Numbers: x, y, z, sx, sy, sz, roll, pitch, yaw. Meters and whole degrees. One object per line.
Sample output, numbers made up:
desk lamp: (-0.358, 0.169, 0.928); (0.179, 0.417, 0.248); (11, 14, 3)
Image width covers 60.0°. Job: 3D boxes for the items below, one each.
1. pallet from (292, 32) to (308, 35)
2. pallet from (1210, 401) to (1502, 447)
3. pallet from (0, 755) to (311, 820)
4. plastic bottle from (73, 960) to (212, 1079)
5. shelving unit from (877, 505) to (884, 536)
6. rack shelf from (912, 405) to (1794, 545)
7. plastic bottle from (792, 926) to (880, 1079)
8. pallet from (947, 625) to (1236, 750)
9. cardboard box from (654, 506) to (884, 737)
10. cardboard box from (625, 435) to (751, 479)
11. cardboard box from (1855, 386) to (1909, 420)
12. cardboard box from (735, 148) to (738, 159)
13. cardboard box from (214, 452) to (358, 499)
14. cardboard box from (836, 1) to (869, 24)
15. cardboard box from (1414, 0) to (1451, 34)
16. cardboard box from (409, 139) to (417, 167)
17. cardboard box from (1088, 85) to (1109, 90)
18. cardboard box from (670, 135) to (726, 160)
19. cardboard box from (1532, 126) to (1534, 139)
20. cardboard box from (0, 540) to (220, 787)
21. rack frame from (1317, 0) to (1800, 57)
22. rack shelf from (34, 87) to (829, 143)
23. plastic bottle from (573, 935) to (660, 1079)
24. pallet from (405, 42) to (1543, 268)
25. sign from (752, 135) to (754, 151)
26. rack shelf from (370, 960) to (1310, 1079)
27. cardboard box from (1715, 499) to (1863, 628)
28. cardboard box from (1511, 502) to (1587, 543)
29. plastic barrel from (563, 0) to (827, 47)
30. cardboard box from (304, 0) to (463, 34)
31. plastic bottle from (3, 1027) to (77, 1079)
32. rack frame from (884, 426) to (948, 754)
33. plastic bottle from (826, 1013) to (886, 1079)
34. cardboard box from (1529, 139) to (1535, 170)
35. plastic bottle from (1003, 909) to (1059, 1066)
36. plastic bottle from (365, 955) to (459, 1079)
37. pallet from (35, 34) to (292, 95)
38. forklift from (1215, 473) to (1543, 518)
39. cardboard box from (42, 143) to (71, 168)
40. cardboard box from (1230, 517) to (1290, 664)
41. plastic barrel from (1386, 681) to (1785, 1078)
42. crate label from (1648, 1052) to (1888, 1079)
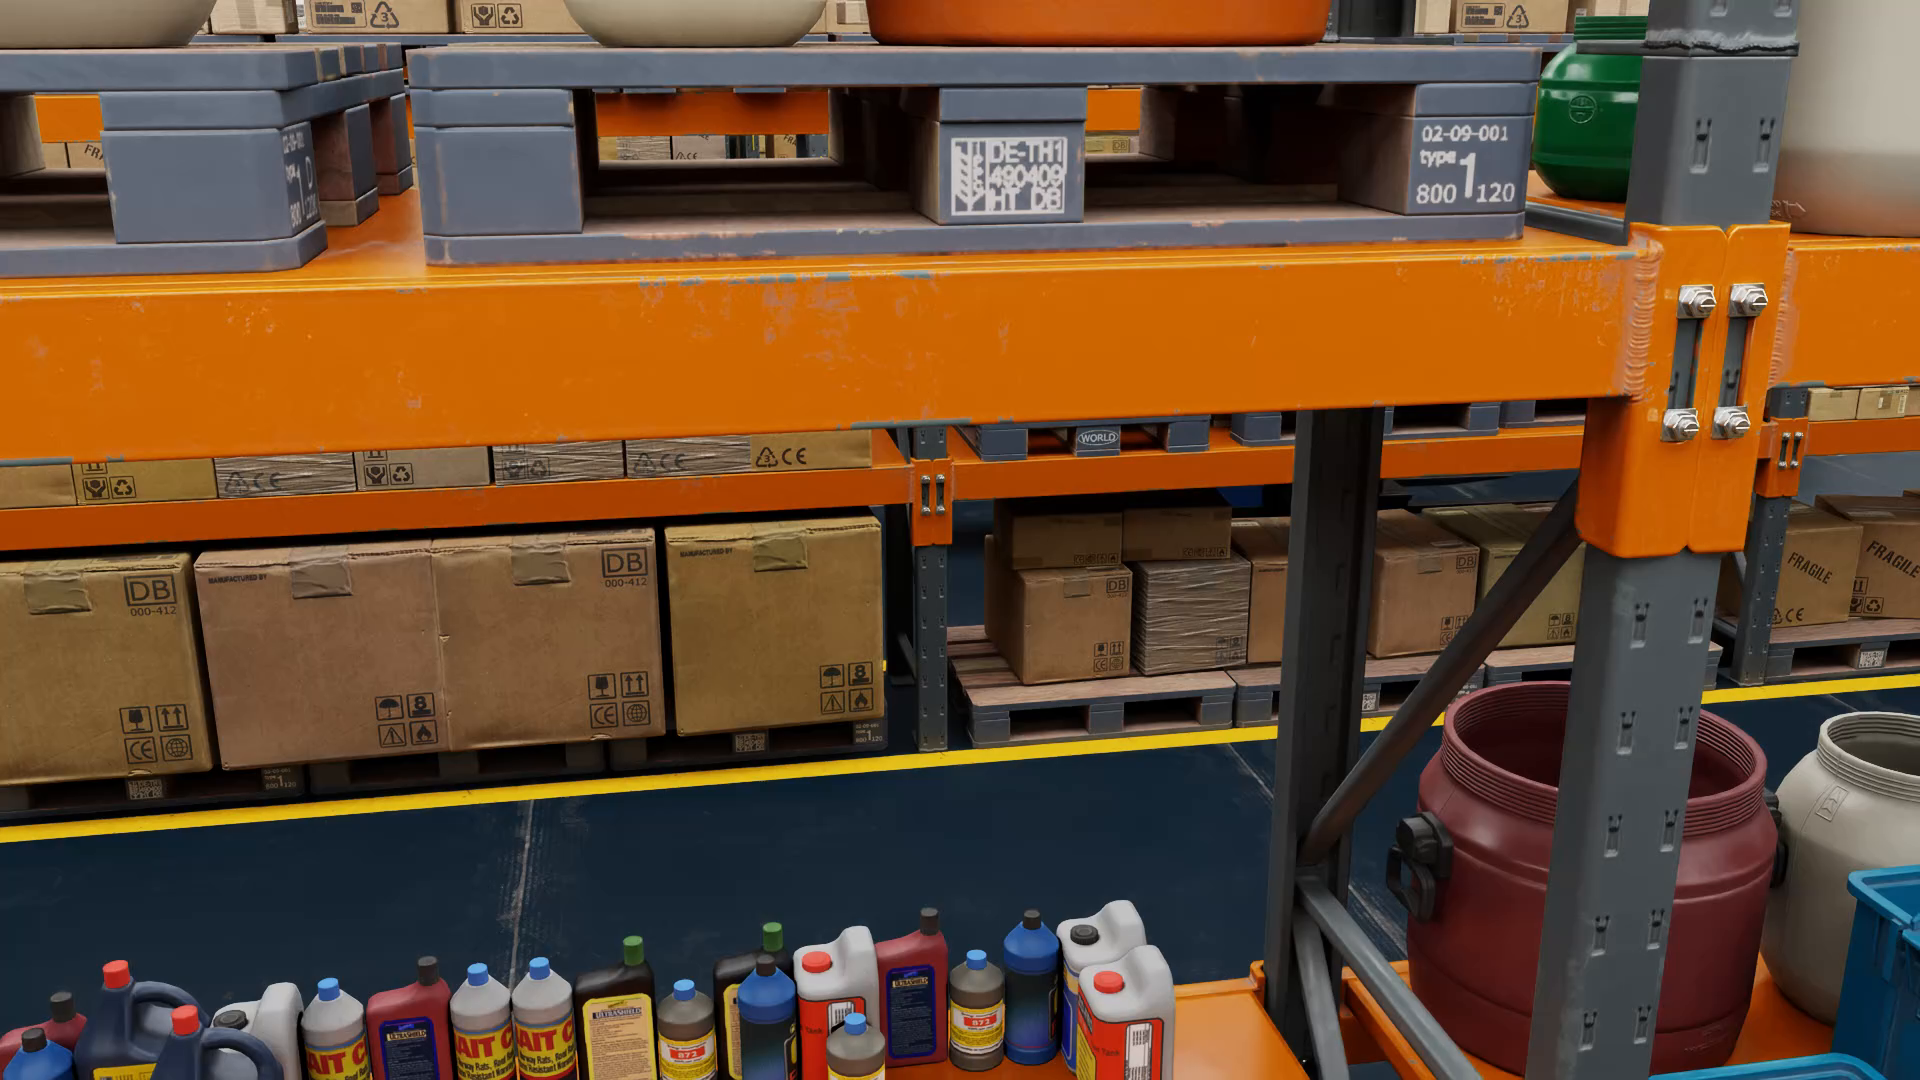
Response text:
pallet: (-4.353, -3.206, 10.853); (1.003, 0.211, 1.213); (-3, 17, -10)
pallet: (1.726, -0.676, 7.731); (1.213, 0.211, 1.003); (-3, 17, -10)
pallet: (-3.394, 0.845, 7.200); (1.213, 0.211, 1.003); (-3, 17, -10)
plastic bottle: (-1.276, 0.821, 2.612); (0.185, 0.351, 0.144); (-3, 17, -10)
shelving unit: (0.038, -0.723, 10.111); (1.048, 1.500, 0.538); (-3, 17, -9)
rack shelf: (1.753, -0.413, 7.774); (4.000, 0.370, 1.077); (-3, 17, -10)
plastic bottle: (-0.211, 0.798, 2.816); (0.135, 0.276, 0.152); (-3, 17, -10)
pallet: (0.557, 0.644, 7.855); (1.213, 0.211, 1.003); (-3, 17, -10)
cardboard box: (-0.892, 0.202, 7.450); (0.875, 0.875, 1.225); (-4, 18, -13)
cardboard box: (-1.138, -0.569, 6.884); (0.500, 0.500, 0.500); (-3, 17, -11)
cardboard box: (4.233, -0.684, 7.858); (0.250, 0.149, 0.380); (-3, 17, -10)
cardboard box: (-2.643, -4.960, 21.609); (0.500, 0.250, 0.500); (-4, 17, -12)
cardboard box: (-2.654, -0.480, 6.597); (0.500, 0.500, 0.500); (-4, 17, -12)
cardboard box: (-0.694, -3.616, 11.410); (0.250, 0.149, 0.380); (-4, 18, -13)
cardboard box: (1.895, -2.258, 7.129); (0.250, 0.166, 0.380); (-4, 17, -12)
cardboard box: (-5.037, -3.784, 15.648); (0.500, 0.500, 0.500); (-3, 17, -11)
cardboard box: (0.300, -1.961, 6.734); (0.500, 0.250, 0.500); (-3, 17, -9)
cardboard box: (-2.548, -3.924, 16.106); (0.500, 0.500, 0.500); (-4, 17, -12)
cardboard box: (4.318, -2.957, 12.736); (0.550, 0.550, 0.875); (-3, 17, -10)
cardboard box: (-3.513, 0.350, 6.965); (0.875, 0.875, 1.225); (-3, 17, -10)
rack frame: (0.729, -2.086, 1.776); (0.127, 3.000, 1.000); (-3, 17, -10)
rack shelf: (-2.174, -1.624, 6.608); (4.000, 0.370, 1.077); (-3, 17, -10)
plastic bottle: (-0.578, 0.802, 2.792); (0.133, 0.283, 0.061); (-3, 17, -10)
pallet: (-0.040, -0.547, 2.197); (1.213, 0.211, 1.003); (-3, 17, -10)
sign: (-1.982, -3.896, 15.917); (0.005, 0.325, 0.100); (-3, 17, -10)
rack shelf: (-1.234, 1.237, 2.400); (4.000, 0.370, 1.077); (-3, 17, -10)
cardboard box: (4.117, 0.115, 8.371); (0.500, 0.500, 0.500); (-4, 17, -12)
cardboard box: (3.110, 0.144, 8.242); (0.500, 0.500, 0.700); (-5, 18, -15)
plastic barrel: (-0.296, -0.685, 1.843); (0.301, 0.262, 0.301); (0, 17, 0)
cardboard box: (-2.212, -2.210, 6.398); (0.637, 0.503, 0.797); (-3, 17, -11)
plastic bottle: (-1.407, 0.878, 2.563); (0.097, 0.271, 0.097); (0, 17, 0)
rack frame: (-0.210, -0.646, 7.306); (0.127, 3.000, 1.000); (-3, 17, -10)
plastic bottle: (-0.169, 0.869, 2.713); (0.097, 0.201, 0.097); (0, 17, 0)
cardboard box: (2.911, -1.352, 7.869); (1.000, 1.000, 1.000); (-3, 17, -10)
plastic bottle: (0.124, 0.773, 2.905); (0.097, 0.271, 0.097); (0, 17, 0)
plastic bottle: (-0.900, 0.820, 2.732); (0.133, 0.283, 0.061); (-3, 17, -10)
pallet: (-3.247, -1.831, 6.381); (1.217, 0.209, 0.805); (-4, 18, -13)
forklift: (2.089, -1.469, 10.102); (3.031, 2.935, 1.130); (-2, 17, -7)
cardboard box: (-5.896, -2.392, 10.611); (0.500, 0.500, 0.500); (-4, 17, -12)
cardboard box: (1.541, 0.228, 7.970); (0.500, 0.500, 0.700); (-2, 17, -6)
plastic barrel: (1.128, 0.604, 3.005); (0.708, 0.536, 0.600); (-3, 17, -10)
crate label: (1.214, 0.947, 2.406); (0.416, 0.233, 0.303); (-3, 17, -10)
